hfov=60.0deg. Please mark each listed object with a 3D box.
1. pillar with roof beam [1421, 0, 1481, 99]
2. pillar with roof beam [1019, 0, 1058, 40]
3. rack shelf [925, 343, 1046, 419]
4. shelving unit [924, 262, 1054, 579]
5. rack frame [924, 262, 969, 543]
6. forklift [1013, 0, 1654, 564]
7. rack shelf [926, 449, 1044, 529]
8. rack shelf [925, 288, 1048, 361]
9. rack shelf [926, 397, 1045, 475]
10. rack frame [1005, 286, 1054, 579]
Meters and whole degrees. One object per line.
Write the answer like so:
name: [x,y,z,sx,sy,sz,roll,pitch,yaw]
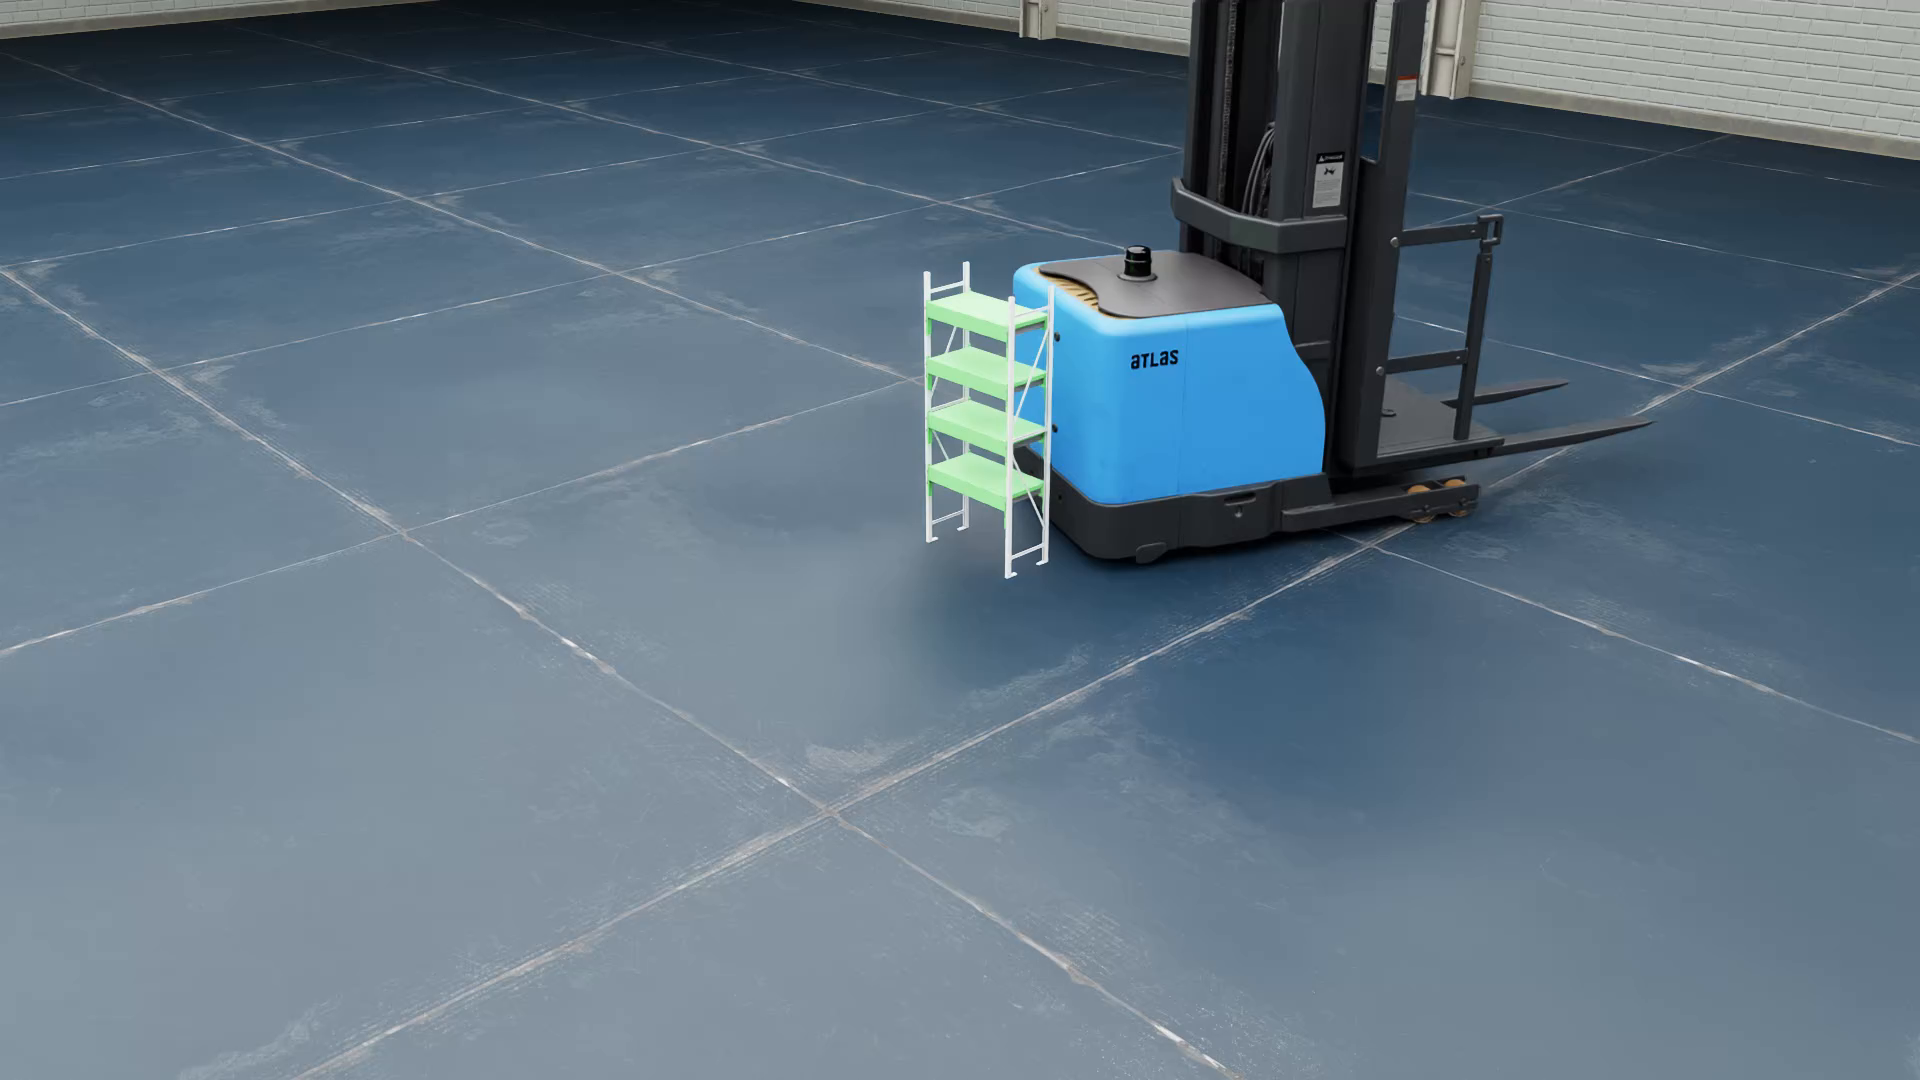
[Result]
pillar with roof beam: [1.969,-7.555,12.970,9.100,9.000,0.400,-21,32,-38]
pillar with roof beam: [-2.132,-9.373,16.954,9.100,9.000,0.400,-21,32,-38]
rack shelf: [0.113,-0.656,6.818,0.258,0.148,0.480,-21,32,-38]
shelving unit: [0.113,-0.496,6.891,0.258,1.200,0.503,-21,32,-38]
rack frame: [-0.054,-0.570,7.053,0.240,1.200,0.015,-21,32,-38]
forklift: [1.792,-1.603,7.232,3.031,2.935,1.130,-9,26,-19]
rack shelf: [0.113,-0.219,7.017,0.258,0.148,0.480,-21,32,-38]
rack shelf: [0.113,-0.874,6.718,0.258,0.148,0.480,-21,32,-38]
rack shelf: [0.113,-0.438,6.918,0.258,0.148,0.480,-21,32,-38]
rack frame: [0.280,-0.422,6.729,0.240,1.200,0.015,-21,32,-38]
